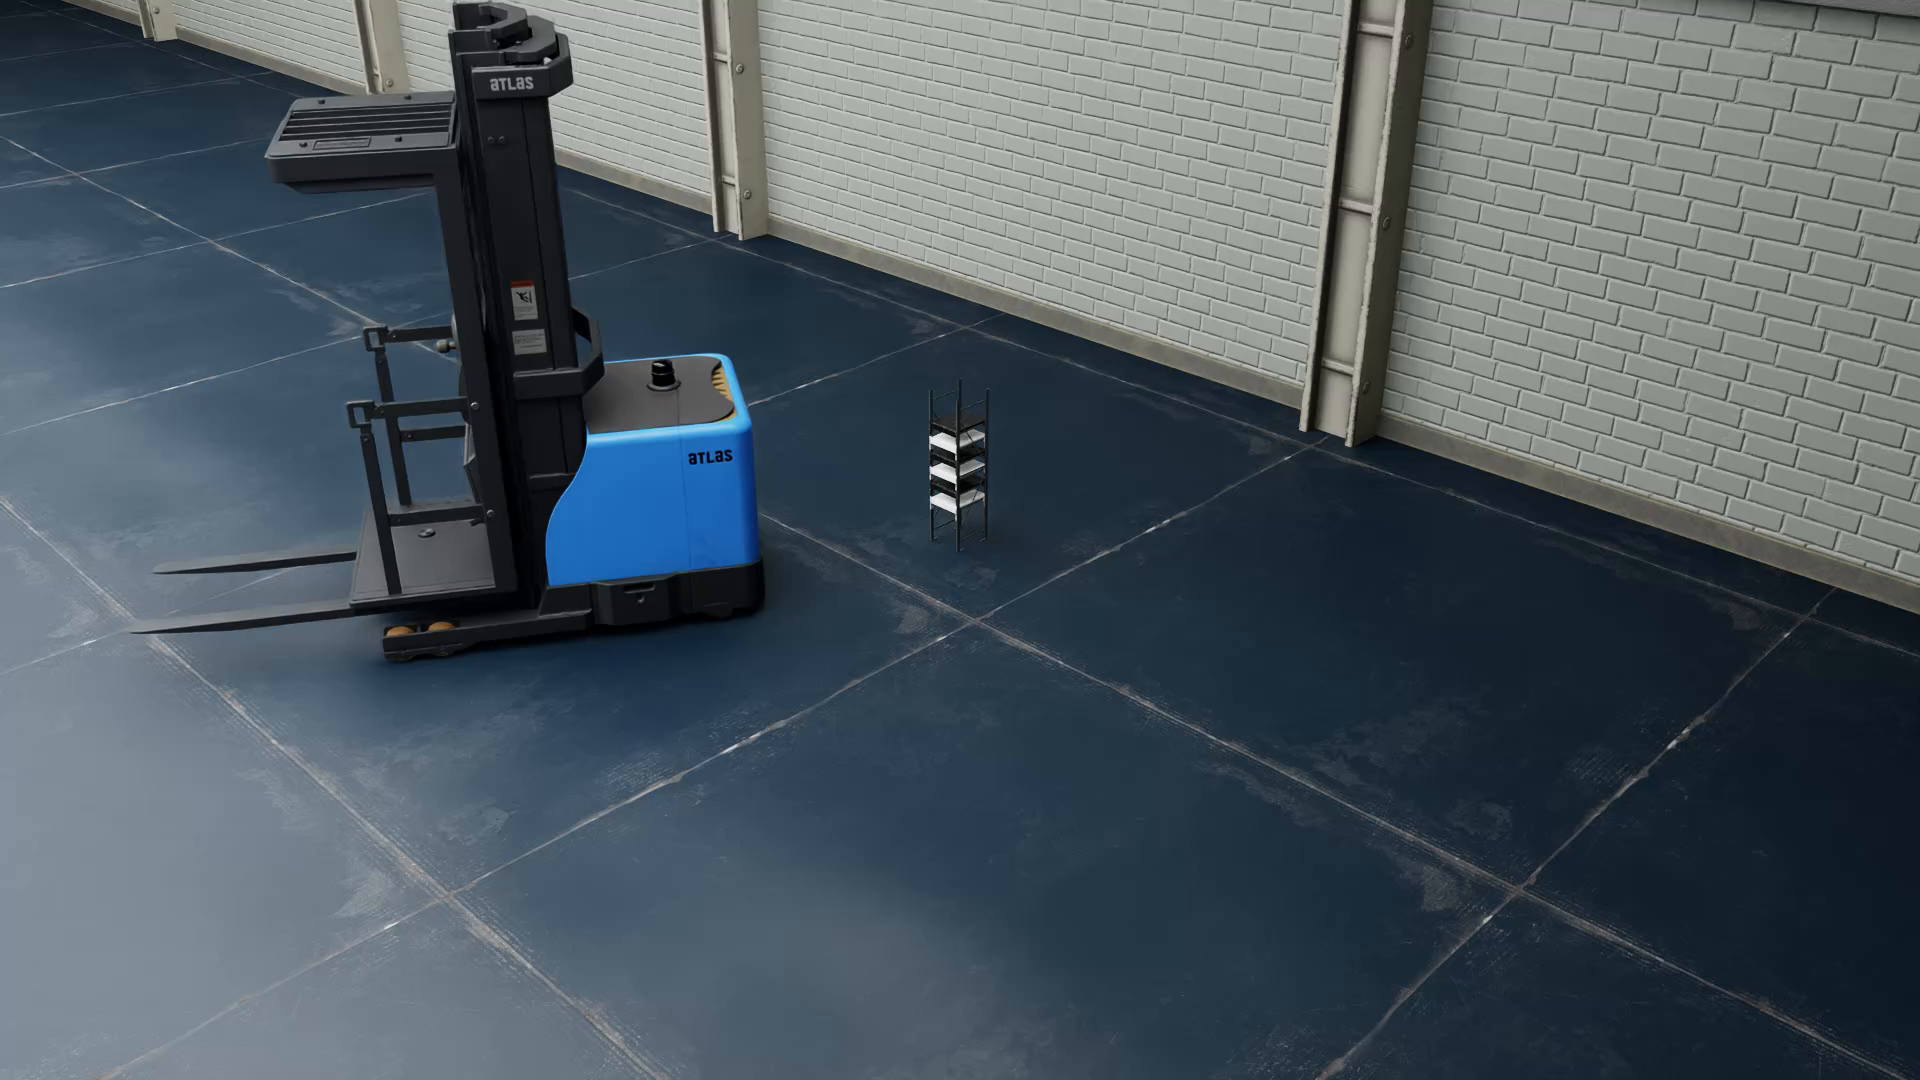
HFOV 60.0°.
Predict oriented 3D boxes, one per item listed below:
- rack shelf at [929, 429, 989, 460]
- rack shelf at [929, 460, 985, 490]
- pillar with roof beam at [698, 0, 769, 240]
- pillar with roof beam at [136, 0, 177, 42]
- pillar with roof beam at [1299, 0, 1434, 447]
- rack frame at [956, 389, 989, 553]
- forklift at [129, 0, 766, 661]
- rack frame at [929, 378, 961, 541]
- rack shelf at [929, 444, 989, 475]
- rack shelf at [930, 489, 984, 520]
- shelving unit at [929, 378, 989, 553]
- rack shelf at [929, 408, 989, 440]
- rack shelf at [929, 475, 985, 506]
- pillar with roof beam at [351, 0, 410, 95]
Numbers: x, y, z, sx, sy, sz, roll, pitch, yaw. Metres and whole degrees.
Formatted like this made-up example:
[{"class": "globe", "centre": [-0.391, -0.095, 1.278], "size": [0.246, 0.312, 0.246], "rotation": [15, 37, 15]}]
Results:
[{"class": "rack shelf", "centre": [-0.006, -0.531, 8.977], "size": [0.200, 0.077, 0.258], "rotation": [25, 36, 38]}, {"class": "rack shelf", "centre": [-0.006, -0.371, 9.061], "size": [0.200, 0.077, 0.258], "rotation": [25, 36, 38]}, {"class": "pillar with roof beam", "centre": [-4.891, -5.203, 9.475], "size": [0.400, 9.000, 9.100], "rotation": [25, 36, 38]}, {"class": "pillar with roof beam", "centre": [-13.448, -9.118, 16.922], "size": [0.400, 9.000, 9.100], "rotation": [25, 36, 38]}, {"class": "pillar with roof beam", "centre": [-0.613, -3.245, 5.752], "size": [0.400, 9.000, 9.100], "rotation": [25, 36, 38]}, {"class": "rack frame", "centre": [0.067, -0.368, 8.983], "size": [0.006, 0.900, 0.240], "rotation": [25, 36, 38]}, {"class": "forklift", "centre": [-2.573, -0.976, 7.957], "size": [3.031, 2.935, 1.130], "rotation": [-6, 28, -12]}, {"class": "rack frame", "centre": [-0.078, -0.434, 9.109], "size": [0.006, 0.900, 0.240], "rotation": [25, 36, 38]}, {"class": "rack shelf", "centre": [-0.006, -0.451, 9.019], "size": [0.200, 0.077, 0.258], "rotation": [25, 36, 38]}, {"class": "rack shelf", "centre": [-0.006, -0.212, 9.145], "size": [0.200, 0.077, 0.258], "rotation": [25, 36, 38]}, {"class": "shelving unit", "centre": [-0.006, -0.401, 9.046], "size": [0.210, 0.900, 0.258], "rotation": [25, 36, 38]}, {"class": "rack shelf", "centre": [-0.006, -0.610, 8.935], "size": [0.200, 0.077, 0.258], "rotation": [25, 36, 38]}, {"class": "rack shelf", "centre": [-0.006, -0.292, 9.103], "size": [0.200, 0.077, 0.258], "rotation": [25, 36, 38]}, {"class": "pillar with roof beam", "centre": [-9.170, -7.160, 13.198], "size": [0.400, 9.000, 9.100], "rotation": [25, 36, 38]}]
